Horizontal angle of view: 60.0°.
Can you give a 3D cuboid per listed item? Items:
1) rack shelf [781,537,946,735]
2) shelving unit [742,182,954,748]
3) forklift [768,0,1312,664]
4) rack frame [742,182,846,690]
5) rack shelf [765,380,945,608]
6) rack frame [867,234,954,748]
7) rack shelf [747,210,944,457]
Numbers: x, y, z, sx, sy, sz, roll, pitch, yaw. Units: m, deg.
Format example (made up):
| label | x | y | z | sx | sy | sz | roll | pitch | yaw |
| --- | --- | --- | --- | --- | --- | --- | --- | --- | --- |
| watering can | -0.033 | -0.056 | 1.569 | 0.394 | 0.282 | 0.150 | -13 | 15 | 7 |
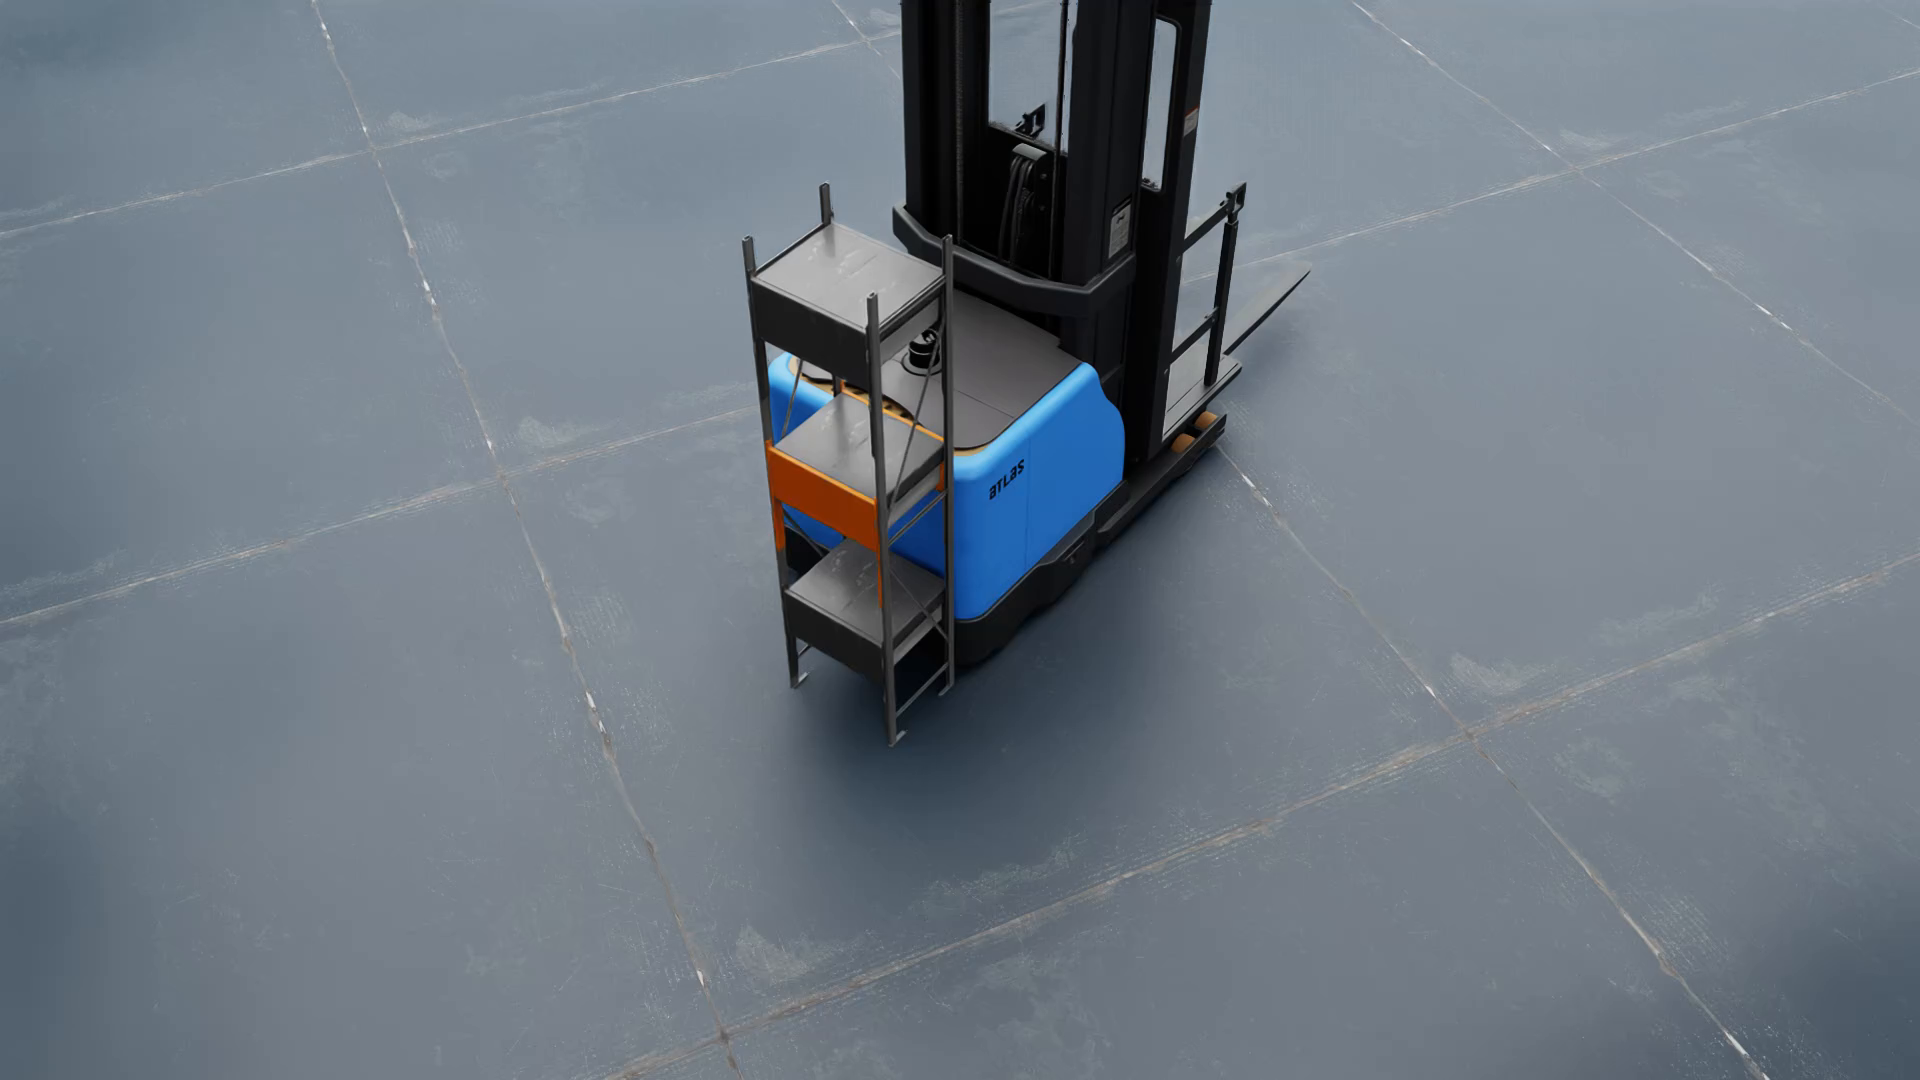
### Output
| label | x | y | z | sx | sy | sz | roll | pitch | yaw |
| --- | --- | --- | --- | --- | --- | --- | --- | --- | --- |
| rack shelf | -0.343 | 0.334 | 6.301 | 0.480 | 0.518 | 0.431 | 28 | 51 | 25 |
| shelving unit | -0.343 | -0.174 | 5.800 | 0.503 | 2.100 | 0.431 | 28 | 51 | 25 |
| forklift | 0.547 | -1.543 | 6.596 | 1.130 | 2.935 | 3.031 | 28 | 51 | 26 |
| rack frame | -0.539 | -0.276 | 5.903 | 0.015 | 2.100 | 0.400 | 28 | 51 | 25 |
| rack shelf | -0.343 | -0.164 | 5.809 | 0.480 | 0.518 | 0.431 | 28 | 51 | 25 |
| rack frame | -0.147 | -0.071 | 5.696 | 0.015 | 2.100 | 0.400 | 28 | 51 | 25 |
| rack shelf | -0.343 | -0.662 | 5.318 | 0.480 | 0.518 | 0.431 | 28 | 51 | 25 |
